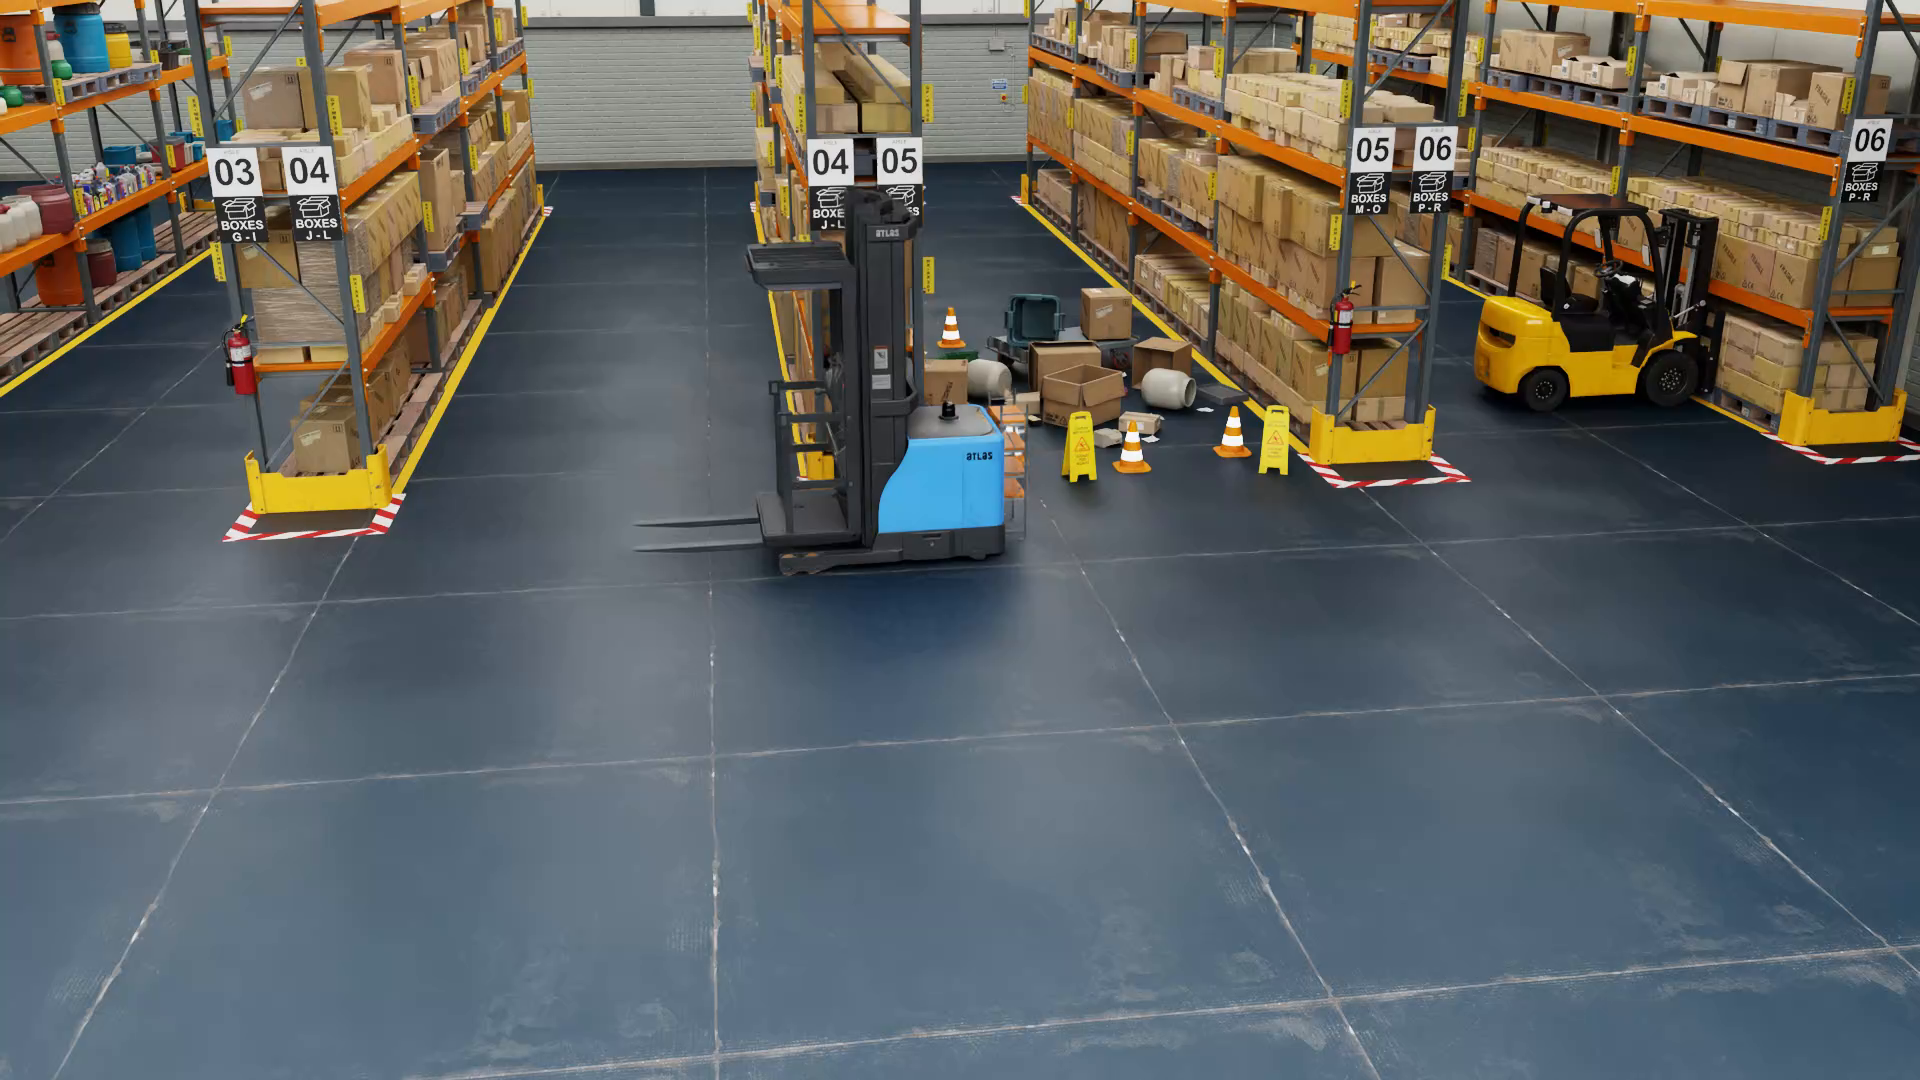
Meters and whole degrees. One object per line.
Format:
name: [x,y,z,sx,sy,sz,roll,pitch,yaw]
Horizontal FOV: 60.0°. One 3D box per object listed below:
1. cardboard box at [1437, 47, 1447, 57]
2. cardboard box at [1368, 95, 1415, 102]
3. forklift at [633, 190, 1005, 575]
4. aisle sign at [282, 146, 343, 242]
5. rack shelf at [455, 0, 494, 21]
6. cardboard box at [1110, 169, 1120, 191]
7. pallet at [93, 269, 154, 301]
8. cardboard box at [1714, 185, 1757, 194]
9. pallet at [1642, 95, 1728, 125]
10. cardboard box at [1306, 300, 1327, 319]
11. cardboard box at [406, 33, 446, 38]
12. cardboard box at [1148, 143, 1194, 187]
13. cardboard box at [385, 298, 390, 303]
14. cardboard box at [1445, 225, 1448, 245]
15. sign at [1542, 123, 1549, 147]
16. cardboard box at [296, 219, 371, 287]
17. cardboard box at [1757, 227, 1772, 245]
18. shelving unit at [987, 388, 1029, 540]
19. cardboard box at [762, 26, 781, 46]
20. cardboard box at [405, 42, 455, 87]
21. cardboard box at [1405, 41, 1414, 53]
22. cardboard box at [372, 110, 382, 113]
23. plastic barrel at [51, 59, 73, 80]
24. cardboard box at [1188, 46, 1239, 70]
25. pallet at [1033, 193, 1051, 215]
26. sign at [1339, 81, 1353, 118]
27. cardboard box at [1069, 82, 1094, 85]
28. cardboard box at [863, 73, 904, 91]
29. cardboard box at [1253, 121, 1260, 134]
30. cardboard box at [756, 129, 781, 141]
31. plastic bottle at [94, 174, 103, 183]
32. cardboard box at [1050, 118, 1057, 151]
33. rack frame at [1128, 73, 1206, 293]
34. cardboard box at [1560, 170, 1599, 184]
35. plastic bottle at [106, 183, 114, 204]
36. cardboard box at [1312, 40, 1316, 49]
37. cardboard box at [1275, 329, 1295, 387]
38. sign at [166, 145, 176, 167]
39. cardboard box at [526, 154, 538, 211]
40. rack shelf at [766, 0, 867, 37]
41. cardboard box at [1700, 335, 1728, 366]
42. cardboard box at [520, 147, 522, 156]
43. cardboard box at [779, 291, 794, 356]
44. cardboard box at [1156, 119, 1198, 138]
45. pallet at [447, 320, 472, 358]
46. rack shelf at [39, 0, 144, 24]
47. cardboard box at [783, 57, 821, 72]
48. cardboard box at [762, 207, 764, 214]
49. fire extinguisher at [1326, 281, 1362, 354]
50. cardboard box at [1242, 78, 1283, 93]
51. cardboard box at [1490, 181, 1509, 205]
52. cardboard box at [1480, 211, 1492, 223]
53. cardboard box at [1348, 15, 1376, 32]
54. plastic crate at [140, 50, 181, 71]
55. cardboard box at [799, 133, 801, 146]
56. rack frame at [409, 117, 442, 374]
cardboard box: [7.360,-7.298,24.825,0.380,0.149,0.250,-2,21,-6]
cardboard box: [4.212,-4.258,16.262,0.380,0.149,0.250,-3,21,-8]
forklift: [-1.192,-1.287,13.473,3.031,2.935,1.130,-4,21,-9]
aisle sign: [-5.450,-2.909,14.001,0.394,0.787,0.004,-3,21,-8]
rack shelf: [-7.197,-7.445,22.889,1.077,0.370,4.000,-3,21,-8]
cardboard box: [2.478,-5.235,24.159,0.500,0.250,0.500,-3,21,-7]
pallet: [-12.138,-3.603,23.562,1.003,0.211,1.213,-3,21,-8]
cardboard box: [8.875,-3.965,19.049,0.380,0.149,0.250,-3,21,-9]
pallet: [8.534,-4.903,18.896,1.003,0.211,1.213,-3,21,-8]
cardboard box: [3.639,-2.280,16.393,0.380,0.149,0.250,-3,21,-8]
cardboard box: [-7.280,-6.618,22.617,0.500,0.500,0.500,-2,21,-5]
cardboard box: [2.815,-5.002,22.154,0.500,0.500,0.500,-2,21,-5]
cardboard box: [-5.849,-2.294,16.431,0.380,0.149,0.250,-3,21,-8]
cardboard box: [7.473,-4.554,25.093,0.500,0.500,0.500,-3,21,-9]
sign: [8.358,-5.790,23.776,0.100,0.325,0.005,-3,21,-8]
cardboard box: [-5.565,-2.556,14.775,0.500,0.500,0.500,-3,21,-8]
cardboard box: [8.567,-3.171,17.350,0.380,0.149,0.250,-3,21,-8]
shelving unit: [0.406,-0.648,14.235,0.258,1.200,0.503,-4,21,-10]
cardboard box: [-2.470,-7.176,24.107,0.797,0.503,0.637,-3,21,-8]
cardboard box: [-6.508,-5.824,20.377,0.500,0.500,0.500,-3,21,-8]
cardboard box: [7.059,-7.569,25.523,0.380,0.149,0.250,-2,21,-6]
cardboard box: [-5.900,-4.139,16.368,0.380,0.149,0.250,-2,21,-6]
plastic barrel: [-11.735,-6.125,21.662,0.294,0.245,0.294,0,20,0]
cardboard box: [3.096,-5.894,20.323,0.500,0.250,0.500,-3,21,-7]
pallet: [1.937,-6.157,30.401,1.003,0.211,1.213,-3,21,-8]
sign: [3.499,-3.996,15.075,0.100,0.325,0.005,-3,21,-8]
cardboard box: [2.005,-7.445,27.363,0.380,0.149,0.250,-3,21,-8]
cardboard box: [-0.712,-4.301,15.633,0.380,0.149,0.250,-3,21,-9]
cardboard box: [3.401,-4.487,18.014,0.380,0.149,0.250,-2,21,-6]
cardboard box: [-2.915,-6.169,25.355,0.380,0.149,0.250,-2,21,-6]
plastic bottle: [-12.524,-5.216,24.177,0.097,0.201,0.097,0,20,0]
cardboard box: [1.835,-6.897,28.253,0.500,0.500,0.500,-3,21,-9]
rack frame: [2.898,-4.967,23.227,1.000,3.000,0.127,-3,21,-8]
cardboard box: [7.933,-4.645,21.297,0.380,0.149,0.250,-3,21,-9]
plastic bottle: [-11.709,-4.764,22.869,0.097,0.271,0.097,0,20,0]
cardboard box: [6.489,-8.883,29.785,0.380,0.149,0.250,-2,21,-7]
cardboard box: [3.599,-1.902,17.278,0.500,0.500,0.500,-2,21,-6]
sign: [-11.842,-5.759,24.952,0.100,0.325,0.005,-3,21,-8]
cardboard box: [-7.891,-6.221,29.021,0.875,0.875,0.875,-3,21,-8]
rack shelf: [-1.698,-6.276,19.757,1.077,0.370,4.000,-3,21,-8]
cardboard box: [8.426,-2.096,18.156,0.500,0.250,0.500,-3,21,-9]
cardboard box: [-7.425,-6.393,27.405,0.380,0.149,0.250,-4,21,-9]
cardboard box: [-1.588,-2.650,19.640,1.050,0.750,0.750,-3,21,-8]
cardboard box: [3.068,-5.665,23.525,0.500,0.500,0.500,-4,21,-10]
pallet: [-6.625,-2.469,20.524,1.003,0.211,1.213,-3,21,-8]
rack shelf: [-12.099,-7.196,22.220,1.077,0.370,4.000,-3,21,-8]
cardboard box: [-1.656,-4.970,17.426,0.380,0.149,0.250,-3,21,-8]
cardboard box: [-3.210,-5.675,28.599,0.380,0.149,0.250,-4,21,-10]
fire extinguisher: [3.611,-2.098,15.656,0.296,0.674,0.183,-3,21,-8]
cardboard box: [3.292,-4.937,18.080,0.380,0.149,0.250,-4,21,-10]
cardboard box: [7.699,-4.808,23.016,0.500,0.250,0.500,-3,21,-9]
cardboard box: [8.030,-4.838,24.927,0.380,0.149,0.250,-2,21,-6]
cardboard box: [6.839,-8.650,27.875,0.500,0.250,0.500,-3,21,-9]
plastic crate: [-12.295,-7.390,25.615,0.497,0.269,0.590,-3,21,-8]
cardboard box: [-1.252,-3.629,14.973,0.380,0.149,0.250,-3,21,-7]
rack frame: [-6.332,-3.082,18.181,1.000,3.000,0.127,-3,21,-8]
